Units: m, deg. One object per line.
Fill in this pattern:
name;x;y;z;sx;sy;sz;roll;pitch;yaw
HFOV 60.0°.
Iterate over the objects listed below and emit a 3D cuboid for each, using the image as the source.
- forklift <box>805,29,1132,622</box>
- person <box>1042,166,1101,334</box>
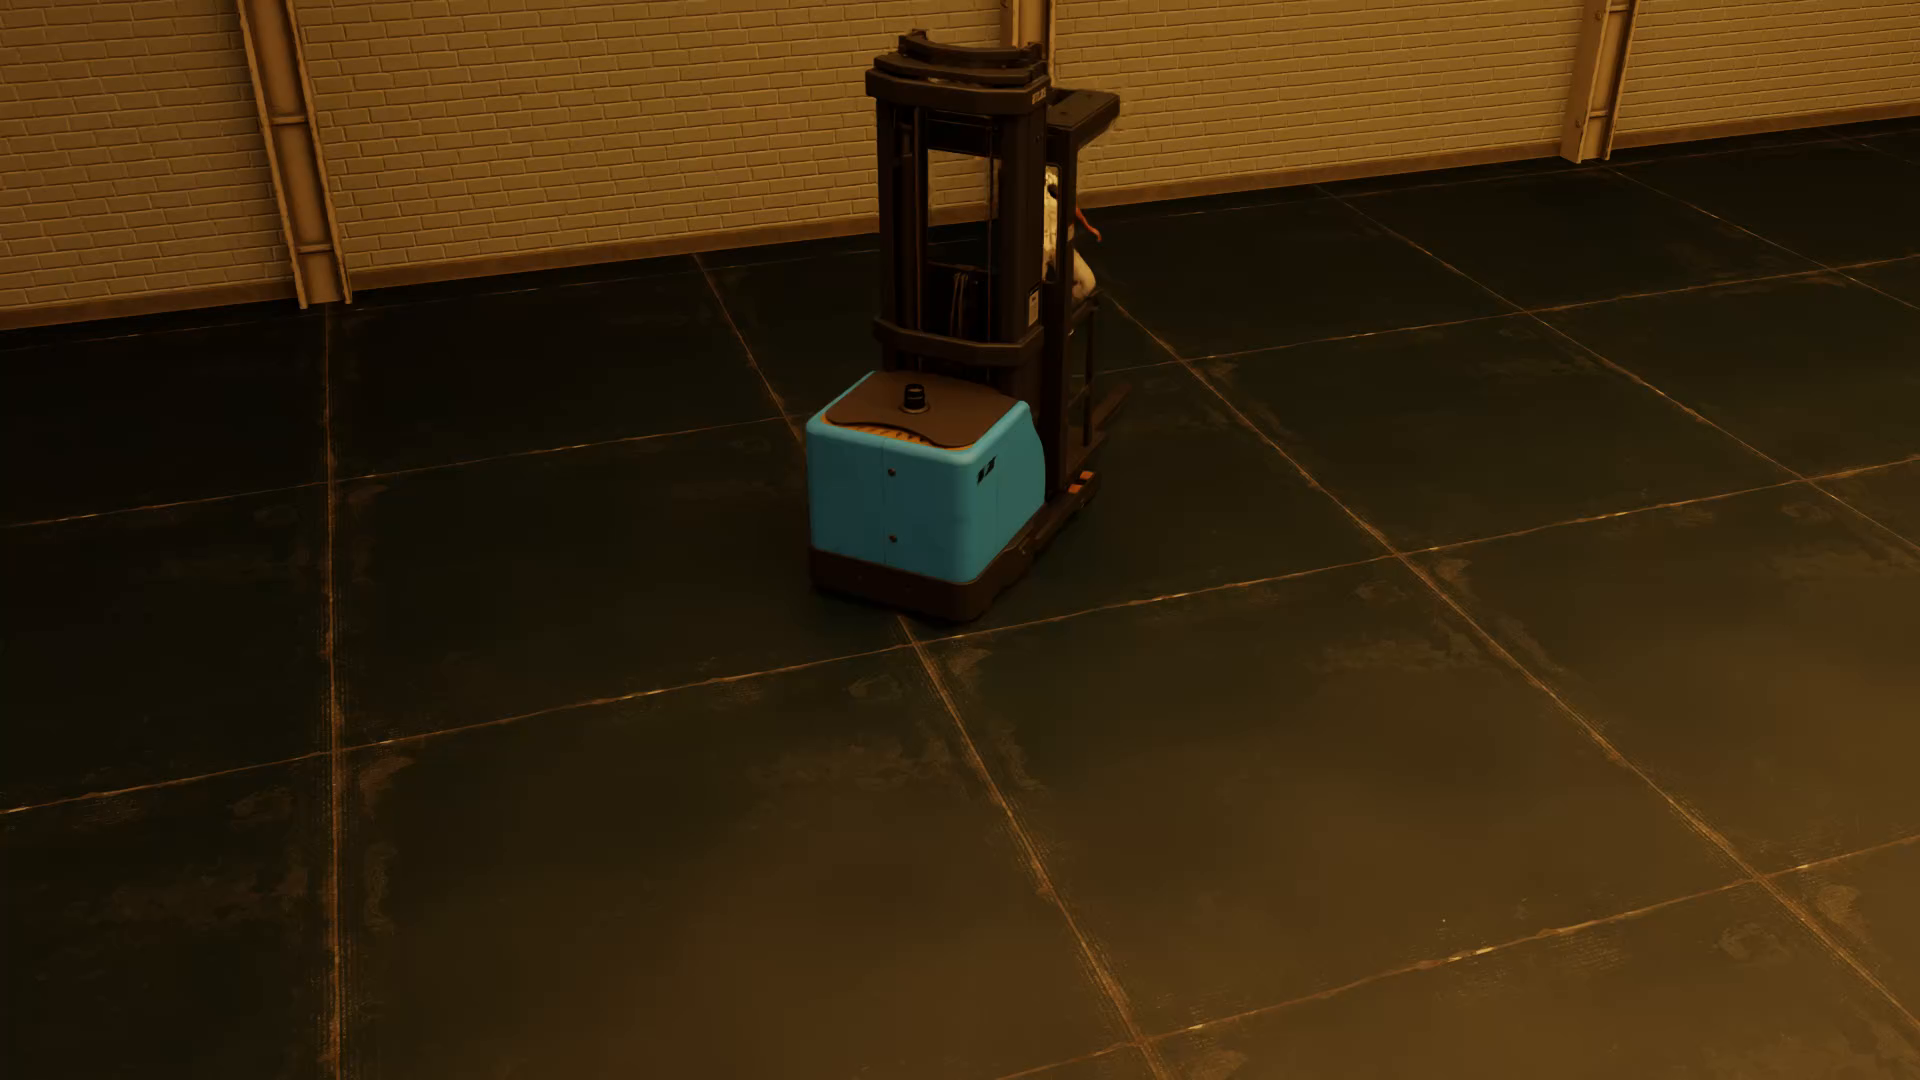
forklift;0.230;-1.537;9.759;1.130;2.935;3.031;13;32;22
person;0.658;-2.114;12.187;0.779;1.499;0.631;-21;36;-32
